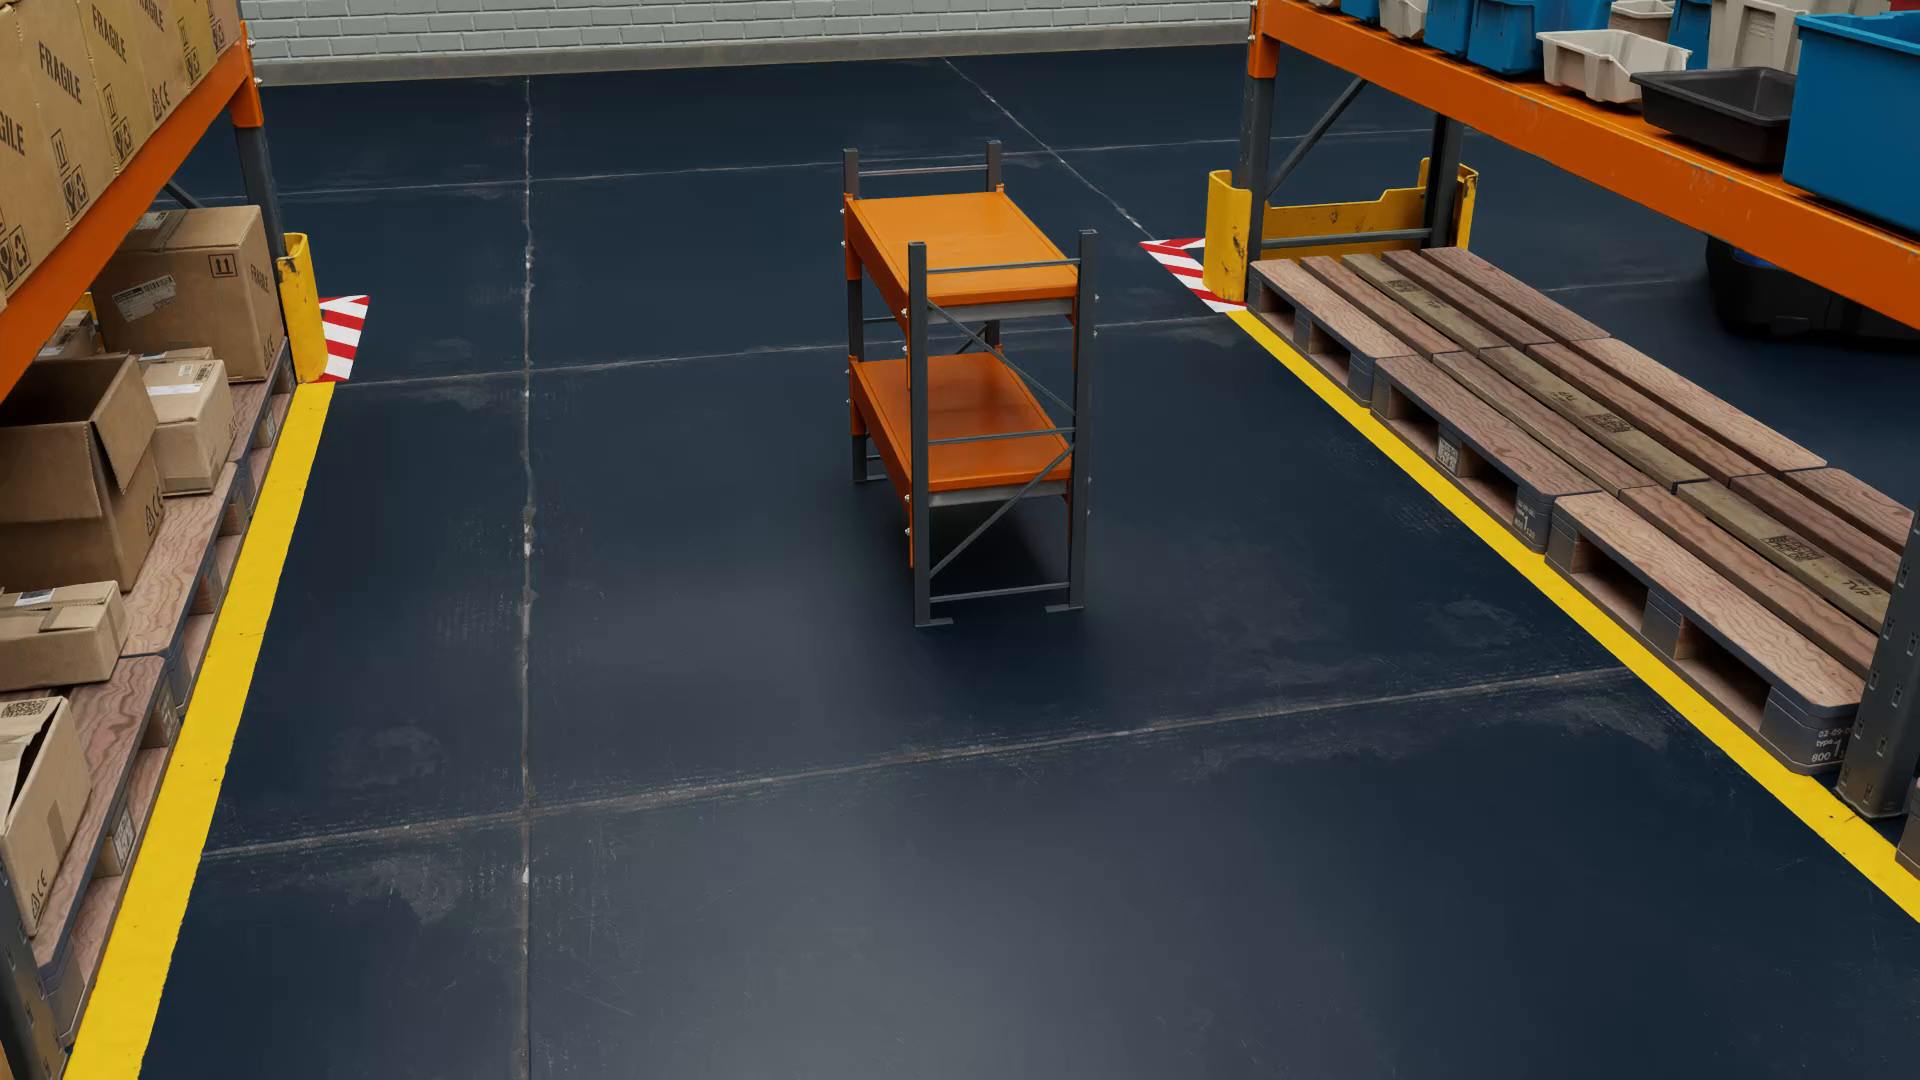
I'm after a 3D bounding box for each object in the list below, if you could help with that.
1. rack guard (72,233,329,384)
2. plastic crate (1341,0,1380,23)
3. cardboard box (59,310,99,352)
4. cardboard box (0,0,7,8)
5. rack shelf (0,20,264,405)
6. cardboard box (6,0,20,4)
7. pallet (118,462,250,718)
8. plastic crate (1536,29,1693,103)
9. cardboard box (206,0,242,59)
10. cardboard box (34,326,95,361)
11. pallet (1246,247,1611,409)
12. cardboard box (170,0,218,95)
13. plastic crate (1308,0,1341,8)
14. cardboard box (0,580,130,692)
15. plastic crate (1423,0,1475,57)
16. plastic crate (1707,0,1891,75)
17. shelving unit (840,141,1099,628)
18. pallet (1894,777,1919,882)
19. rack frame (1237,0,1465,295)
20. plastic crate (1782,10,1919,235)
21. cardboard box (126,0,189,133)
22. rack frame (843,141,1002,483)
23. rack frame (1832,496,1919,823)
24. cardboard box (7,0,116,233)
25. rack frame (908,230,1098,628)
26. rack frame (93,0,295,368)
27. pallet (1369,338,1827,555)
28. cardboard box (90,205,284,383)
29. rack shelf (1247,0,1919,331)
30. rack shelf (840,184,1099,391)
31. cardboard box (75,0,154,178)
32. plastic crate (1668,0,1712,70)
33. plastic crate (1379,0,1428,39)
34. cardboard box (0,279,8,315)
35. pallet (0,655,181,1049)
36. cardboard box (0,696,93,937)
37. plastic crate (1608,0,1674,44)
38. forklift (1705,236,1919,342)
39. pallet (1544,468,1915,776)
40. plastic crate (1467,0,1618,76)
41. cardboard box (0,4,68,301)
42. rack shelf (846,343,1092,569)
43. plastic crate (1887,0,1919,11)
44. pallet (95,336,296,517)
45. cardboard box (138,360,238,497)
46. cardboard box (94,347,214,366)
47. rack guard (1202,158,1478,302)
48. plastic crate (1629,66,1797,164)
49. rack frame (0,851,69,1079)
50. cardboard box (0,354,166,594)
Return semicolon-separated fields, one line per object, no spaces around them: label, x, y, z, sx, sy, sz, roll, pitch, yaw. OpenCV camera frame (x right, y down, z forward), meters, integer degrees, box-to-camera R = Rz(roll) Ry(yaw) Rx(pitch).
rack guard;-3.094;-0.854;6.387;1.175;0.500;0.348;-6;27;-12
plastic crate;1.599;-2.026;6.054;0.416;0.233;0.300;-6;27;-12
cardboard box;-3.352;-0.708;6.000;0.380;0.149;0.250;-6;27;-12
cardboard box;-2.159;-1.200;3.078;0.500;0.500;0.500;-7;28;-13
rack shelf;-2.661;-0.804;4.313;1.077;0.370;4.000;-6;27;-12
cardboard box;-2.274;-1.426;3.526;0.500;0.500;0.500;-7;28;-13
pallet;-2.642;0.159;4.700;1.003;0.211;1.213;-6;27;-12
plastic crate;1.932;-1.392;4.904;0.293;0.136;0.466;-6;27;-12
cardboard box;-2.745;-1.879;5.533;0.500;0.500;0.500;-5;27;-10
cardboard box;-3.153;-0.485;5.446;0.500;0.250;0.500;-6;27;-12
pallet;1.863;-0.894;6.787;1.003;0.211;1.213;-6;27;-12
cardboard box;-2.625;-1.652;5.082;0.500;0.500;0.500;-6;27;-11
plastic crate;1.442;-2.123;6.353;0.250;0.136;0.298;-6;27;-12
cardboard box;-2.298;0.236;4.109;0.380;0.166;0.250;-6;27;-12
plastic crate;1.747;-1.737;5.482;0.416;0.233;0.300;-6;27;-12
plastic crate;2.452;-1.412;4.783;0.437;0.282;0.530;-6;27;-12
shelving unit;-0.002;-0.505;5.002;0.538;1.125;1.048;-6;27;-12
pallet;2.750;0.839;3.353;1.003;0.211;1.213;-6;27;-12
rack frame;1.715;-2.505;6.883;1.000;3.000;0.127;-6;27;-12
plastic crate;2.179;-0.939;3.732;0.392;0.384;0.575;-6;27;-12
cardboard box;-2.518;-1.432;4.647;0.500;0.500;0.500;-6;27;-11
rack frame;-0.116;-0.728;5.445;0.500;1.125;0.032;-6;27;-12
rack frame;2.617;-0.749;3.404;1.000;3.000;0.127;-6;27;-12
cardboard box;-2.288;-0.988;3.767;0.500;0.500;0.500;-6;27;-12
rack frame;0.113;-0.282;4.560;0.500;1.125;0.032;-6;27;-12
rack frame;-3.111;-2.003;5.890;1.000;3.000;0.127;-6;27;-12
pallet;2.135;-0.359;5.728;1.003;0.211;1.213;-6;27;-12
cardboard box;-2.749;-0.870;5.931;0.500;0.500;0.500;-6;27;-12
rack shelf;2.166;-1.306;5.306;1.077;0.370;4.000;-6;27;-12
rack shelf;-0.002;-0.766;4.871;0.538;0.278;1.000;-6;27;-12
cardboard box;-2.404;-1.211;4.209;0.500;0.500;0.500;-6;27;-12
plastic crate;2.428;-1.581;5.173;0.416;0.233;0.300;-6;27;-12
plastic crate;1.595;-1.825;5.763;0.250;0.136;0.298;-6;27;-12
cardboard box;-2.059;-0.543;2.887;0.500;0.500;0.500;-5;27;-10
pallet;-2.364;0.696;3.637;1.003;0.211;1.213;-6;27;-12
cardboard box;-2.094;0.550;3.326;0.500;0.311;0.500;-6;27;-12
plastic crate;2.298;-1.698;5.510;0.298;0.136;0.250;-6;27;-12
forklift;4.765;-2.172;6.301;3.031;2.935;1.130;8;28;16
pallet;2.413;0.177;4.665;1.003;0.211;1.213;-6;27;-12
plastic crate;1.815;-1.605;5.220;0.416;0.233;0.300;-6;27;-12
cardboard box;-2.178;-0.768;3.331;0.500;0.500;0.500;-5;27;-11
rack shelf;-0.002;-0.287;5.113;0.538;0.278;1.000;-6;27;-12
plastic crate;2.660;-1.221;4.204;0.402;0.464;0.583;-6;27;-12
pallet;-2.914;-0.375;5.759;1.003;0.211;1.213;-6;27;-12
cardboard box;-2.564;-0.338;5.155;0.500;0.250;0.500;-6;27;-12
cardboard box;-2.745;-0.534;5.636;0.380;0.166;0.250;-6;27;-12
rack guard;1.697;-1.398;7.465;1.175;0.500;0.348;-6;27;-12
plastic crate;2.103;-1.117;4.372;0.437;0.125;0.590;-6;27;-12
rack frame;-2.210;-0.247;2.411;1.000;3.000;0.127;-6;27;-12
cardboard box;-2.638;-0.154;4.508;0.797;0.503;0.637;-6;27;-12
